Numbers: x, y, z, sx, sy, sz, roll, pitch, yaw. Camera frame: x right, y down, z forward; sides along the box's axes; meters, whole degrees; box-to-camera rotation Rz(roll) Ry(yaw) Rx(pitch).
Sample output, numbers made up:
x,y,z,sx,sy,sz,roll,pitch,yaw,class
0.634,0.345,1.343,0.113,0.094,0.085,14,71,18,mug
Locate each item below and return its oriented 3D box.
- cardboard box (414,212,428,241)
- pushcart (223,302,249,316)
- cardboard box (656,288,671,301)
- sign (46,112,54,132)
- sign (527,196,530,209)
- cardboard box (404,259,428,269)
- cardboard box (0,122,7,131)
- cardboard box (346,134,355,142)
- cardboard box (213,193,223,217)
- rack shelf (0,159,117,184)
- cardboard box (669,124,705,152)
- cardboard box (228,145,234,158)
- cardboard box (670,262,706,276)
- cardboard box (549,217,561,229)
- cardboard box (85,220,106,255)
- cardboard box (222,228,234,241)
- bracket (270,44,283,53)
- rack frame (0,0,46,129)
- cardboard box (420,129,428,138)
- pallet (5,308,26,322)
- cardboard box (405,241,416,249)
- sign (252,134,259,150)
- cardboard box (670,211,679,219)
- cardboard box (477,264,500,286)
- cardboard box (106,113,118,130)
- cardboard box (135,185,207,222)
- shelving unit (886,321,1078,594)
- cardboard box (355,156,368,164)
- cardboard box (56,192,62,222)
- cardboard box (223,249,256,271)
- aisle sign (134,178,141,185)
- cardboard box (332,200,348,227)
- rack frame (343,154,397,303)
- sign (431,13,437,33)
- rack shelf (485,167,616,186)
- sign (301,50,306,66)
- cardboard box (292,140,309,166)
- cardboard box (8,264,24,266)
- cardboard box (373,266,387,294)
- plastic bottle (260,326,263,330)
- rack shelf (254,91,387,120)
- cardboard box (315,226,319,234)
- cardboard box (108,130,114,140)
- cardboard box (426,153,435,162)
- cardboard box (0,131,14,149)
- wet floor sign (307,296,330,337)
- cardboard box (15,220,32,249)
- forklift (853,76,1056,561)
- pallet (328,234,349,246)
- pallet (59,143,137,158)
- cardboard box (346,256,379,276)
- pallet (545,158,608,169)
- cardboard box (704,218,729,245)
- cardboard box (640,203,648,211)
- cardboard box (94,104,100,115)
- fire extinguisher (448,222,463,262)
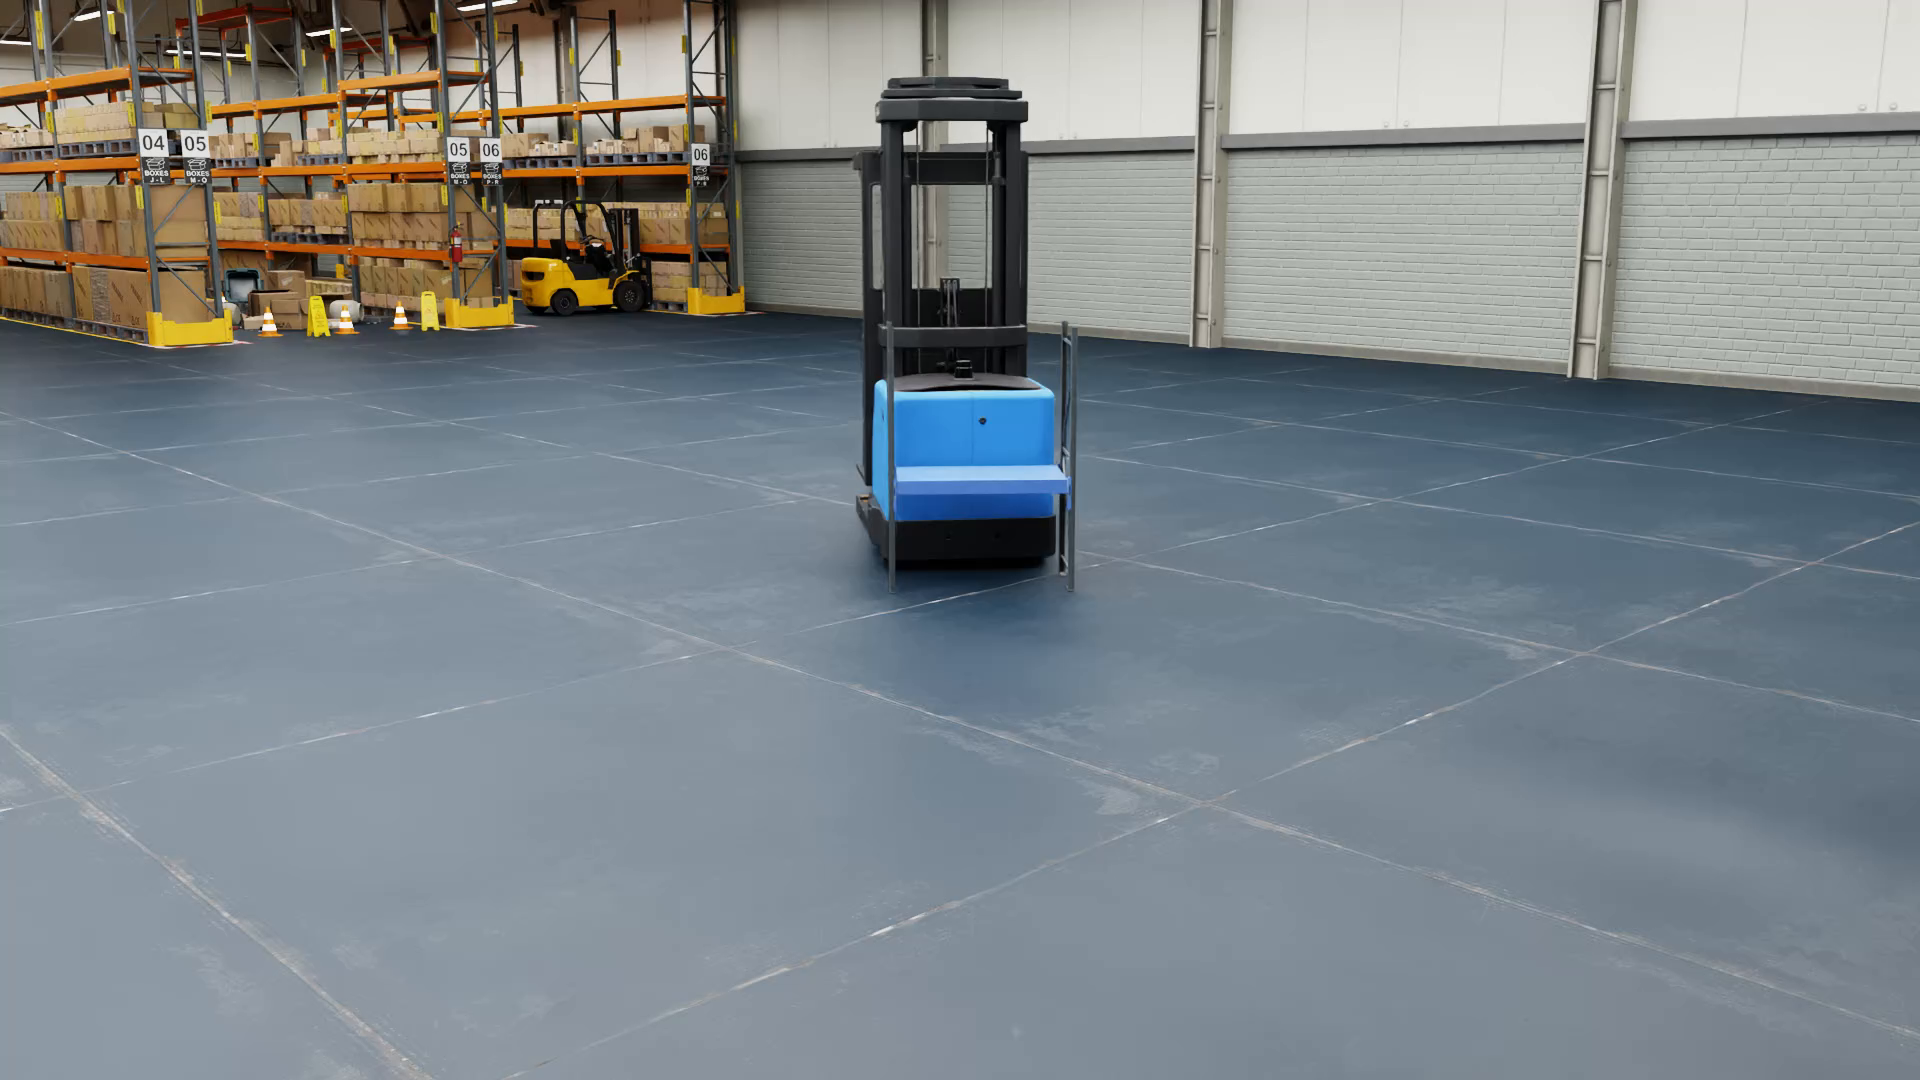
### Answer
x,y,z,sx,sy,sz,roll,pitch,yaw,class
-9.261,-5.519,29.283,0.500,0.500,0.500,-11,16,-42,cardboard box
-12.722,-4.185,30.288,0.936,0.377,1.648,6,13,26,pushcart
-5.647,-4.860,32.840,0.500,0.250,0.500,-11,16,-43,cardboard box
-15.003,-6.889,27.421,0.100,0.325,0.005,-11,16,-43,sign
-9.883,-7.715,38.055,0.100,0.325,0.005,-11,16,-43,sign
-9.741,-4.955,29.835,0.380,0.149,0.250,-10,15,-40,cardboard box
-17.847,-7.589,30.736,0.396,0.266,0.258,-11,16,-43,cardboard box
-11.126,-7.439,30.799,0.380,0.149,0.250,-11,16,-44,cardboard box
-15.820,-7.252,35.952,0.500,0.500,0.500,11,16,44,cardboard box
-15.999,-6.498,29.368,1.077,0.370,4.000,-11,16,-43,rack shelf
-5.239,-7.706,31.911,0.500,0.500,0.500,-10,15,-41,cardboard box
-15.074,-8.139,34.842,0.258,0.266,0.396,11,16,44,cardboard box
-5.301,-5.275,32.377,0.500,0.250,0.500,-10,15,-41,cardboard box
-8.404,-6.768,35.460,0.500,0.250,0.500,11,16,44,cardboard box
-13.670,-4.938,27.076,0.875,0.550,0.550,-11,16,-43,cardboard box
-15.479,-6.561,35.693,0.500,0.250,0.500,-11,16,-43,cardboard box
-19.197,-13.815,46.745,0.235,0.232,0.430,-11,16,-43,bracket
-17.380,-8.612,30.409,1.000,3.000,0.127,-11,16,-43,rack frame
-9.132,-7.033,28.826,0.380,0.149,0.250,-11,16,-43,cardboard box
-16.890,-4.182,30.687,1.003,0.211,1.213,-11,16,-43,pallet
-9.692,-5.289,29.772,0.380,0.149,0.250,-11,16,-43,cardboard box
-14.276,-8.063,33.702,0.100,0.325,0.005,-11,16,-43,sign
-5.397,-6.314,32.269,0.380,0.149,0.250,-11,16,-42,cardboard box
-10.729,-6.083,38.158,0.500,0.500,0.500,-10,15,-41,cardboard box
-12.740,-6.407,25.490,0.500,0.250,0.500,-11,16,-42,cardboard box
-12.083,-5.168,25.513,0.875,0.550,0.550,-11,16,-43,cardboard box
0.112,-0.483,9.541,1.048,1.500,0.538,-1,12,-3,shelving unit
-10.931,-7.014,30.712,0.380,0.149,0.250,-11,16,-42,cardboard box
-14.965,-5.700,28.418,0.700,0.500,0.500,-11,16,-44,cardboard box
-15.516,-5.917,36.420,0.875,0.875,0.875,-10,15,-41,cardboard box
-19.654,-8.789,39.694,0.394,0.787,0.004,-11,16,-43,aisle sign
-11.592,-6.230,31.690,0.500,0.500,0.500,-11,16,-44,cardboard box
-11.107,-5.794,31.601,1.000,3.000,0.127,-11,16,-43,rack frame
-8.760,-8.609,27.691,0.100,0.325,0.005,-11,16,-43,sign
-8.901,-7.895,36.148,1.077,0.370,4.000,-11,16,-43,rack shelf
-13.484,-9.889,34.101,0.100,0.325,0.005,-11,16,-43,sign
-12.795,-7.679,33.060,0.797,0.503,0.637,-11,16,-43,cardboard box
-18.042,-5.085,31.456,0.500,0.250,0.500,11,16,44,cardboard box
-10.517,-4.820,30.788,0.500,0.500,0.500,-10,15,-40,cardboard box
-11.775,-3.594,28.203,0.283,0.061,0.133,6,13,26,plastic bottle
-12.488,-8.476,32.525,1.077,0.370,4.000,-11,16,-43,rack shelf
-12.356,-6.064,32.494,0.380,0.149,0.250,-11,16,-43,cardboard box
-12.855,-6.219,25.564,0.380,0.149,0.250,-11,16,-42,cardboard box
-8.989,-6.601,28.708,0.380,0.149,0.250,-11,16,-42,cardboard box
-17.039,-7.217,30.007,0.500,0.311,0.500,-11,16,-42,cardboard box
-10.403,-3.624,26.904,0.232,0.644,0.267,8,14,35,wet floor sign
-16.564,-5.472,29.788,0.500,0.500,0.500,-11,16,-43,cardboard box
-0.135,-1.556,11.202,1.130,2.935,3.031,-2,12,-8,forklift
-11.530,-5.832,32.260,1.003,0.211,1.213,-11,16,-43,pallet
-14.060,-6.394,27.301,1.003,0.211,1.213,-11,16,-43,pallet
-15.453,-7.118,43.174,0.637,0.503,0.797,11,16,43,cardboard box
-8.138,-7.989,35.294,1.217,0.209,0.805,11,16,43,pallet
-4.899,-6.062,32.656,0.500,0.500,0.500,-10,15,-41,cardboard box
-6.111,-6.610,32.969,0.380,0.149,0.250,-10,16,-41,cardboard box
-13.211,-6.685,25.848,0.380,0.149,0.250,-11,16,-43,cardboard box
-8.599,-5.091,28.382,0.296,0.674,0.183,-11,16,-43,fire extinguisher
